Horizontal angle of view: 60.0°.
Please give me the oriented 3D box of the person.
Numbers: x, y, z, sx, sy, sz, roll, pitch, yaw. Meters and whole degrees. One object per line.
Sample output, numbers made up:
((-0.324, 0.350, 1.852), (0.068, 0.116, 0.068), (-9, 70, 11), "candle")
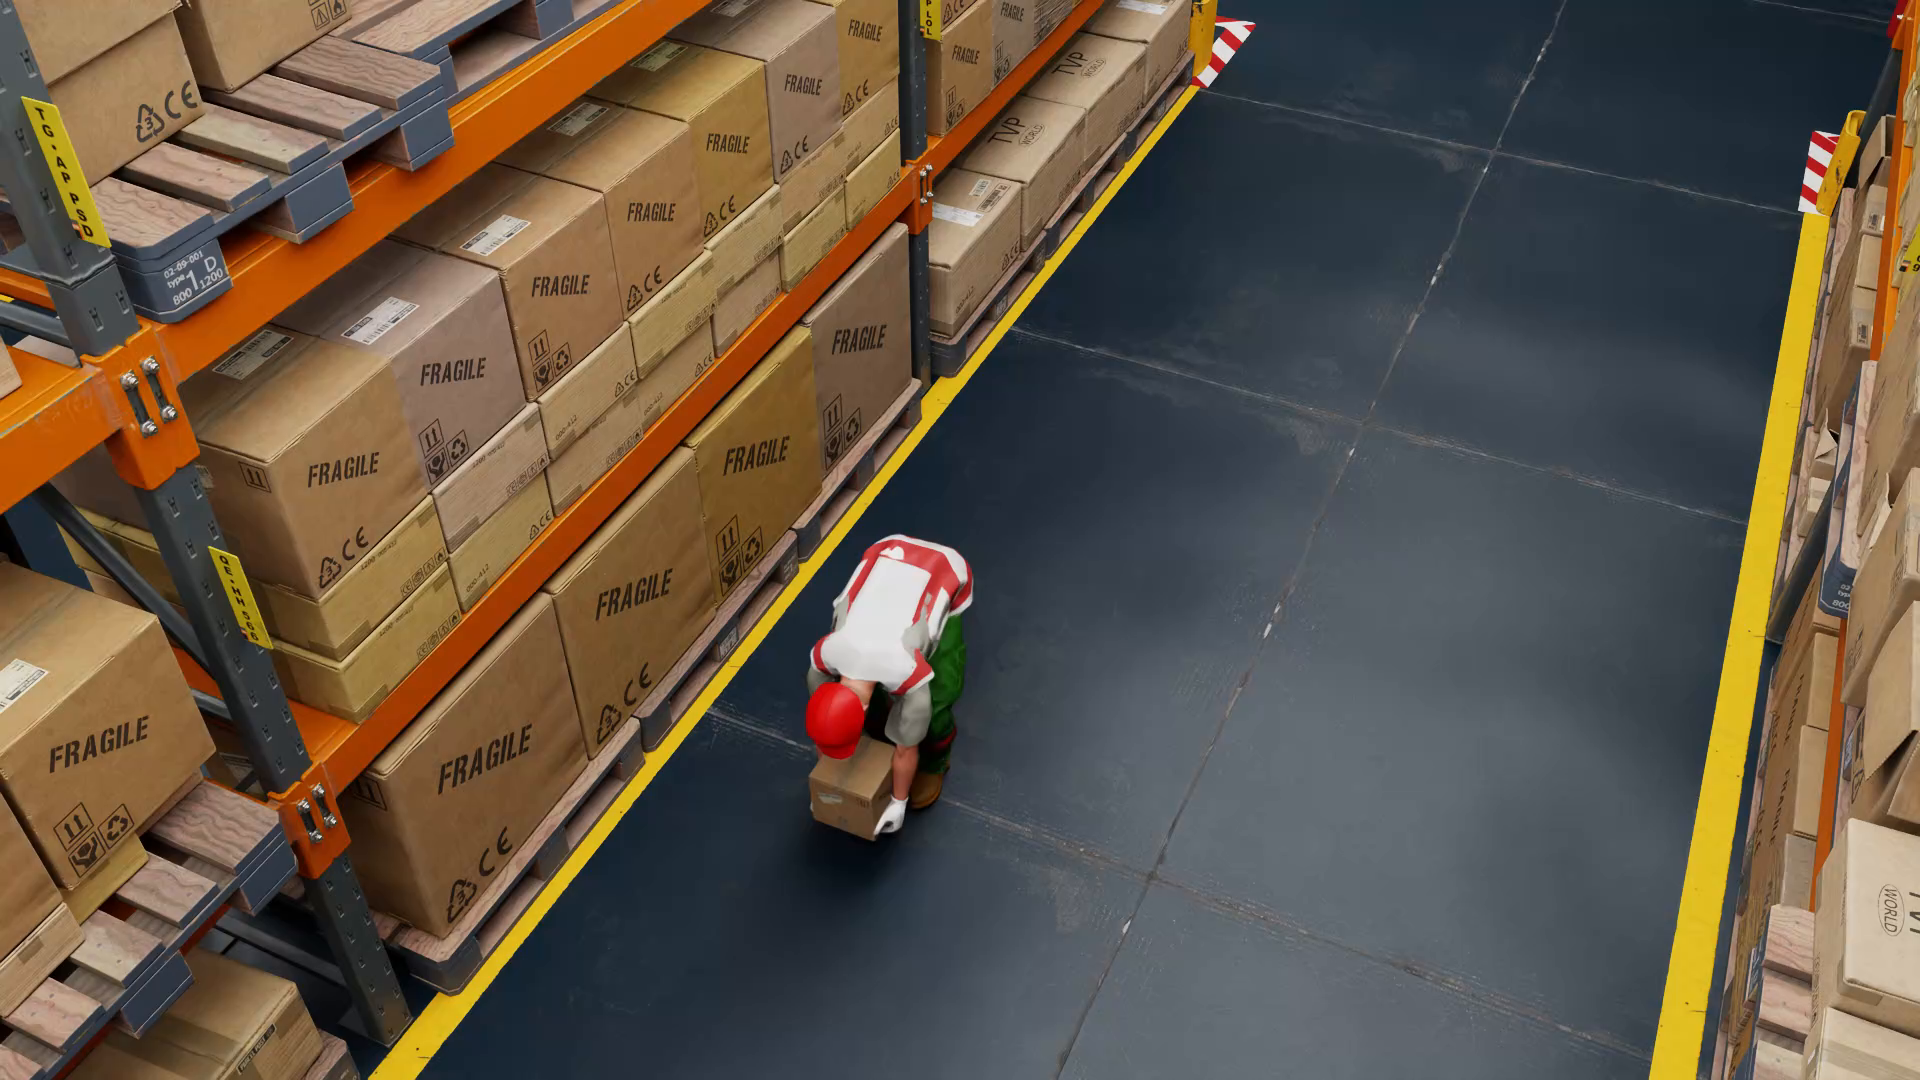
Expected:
((-0.211, 0.257, 5.851), (0.495, 1.787, 0.561), (18, 45, 19), "person")
